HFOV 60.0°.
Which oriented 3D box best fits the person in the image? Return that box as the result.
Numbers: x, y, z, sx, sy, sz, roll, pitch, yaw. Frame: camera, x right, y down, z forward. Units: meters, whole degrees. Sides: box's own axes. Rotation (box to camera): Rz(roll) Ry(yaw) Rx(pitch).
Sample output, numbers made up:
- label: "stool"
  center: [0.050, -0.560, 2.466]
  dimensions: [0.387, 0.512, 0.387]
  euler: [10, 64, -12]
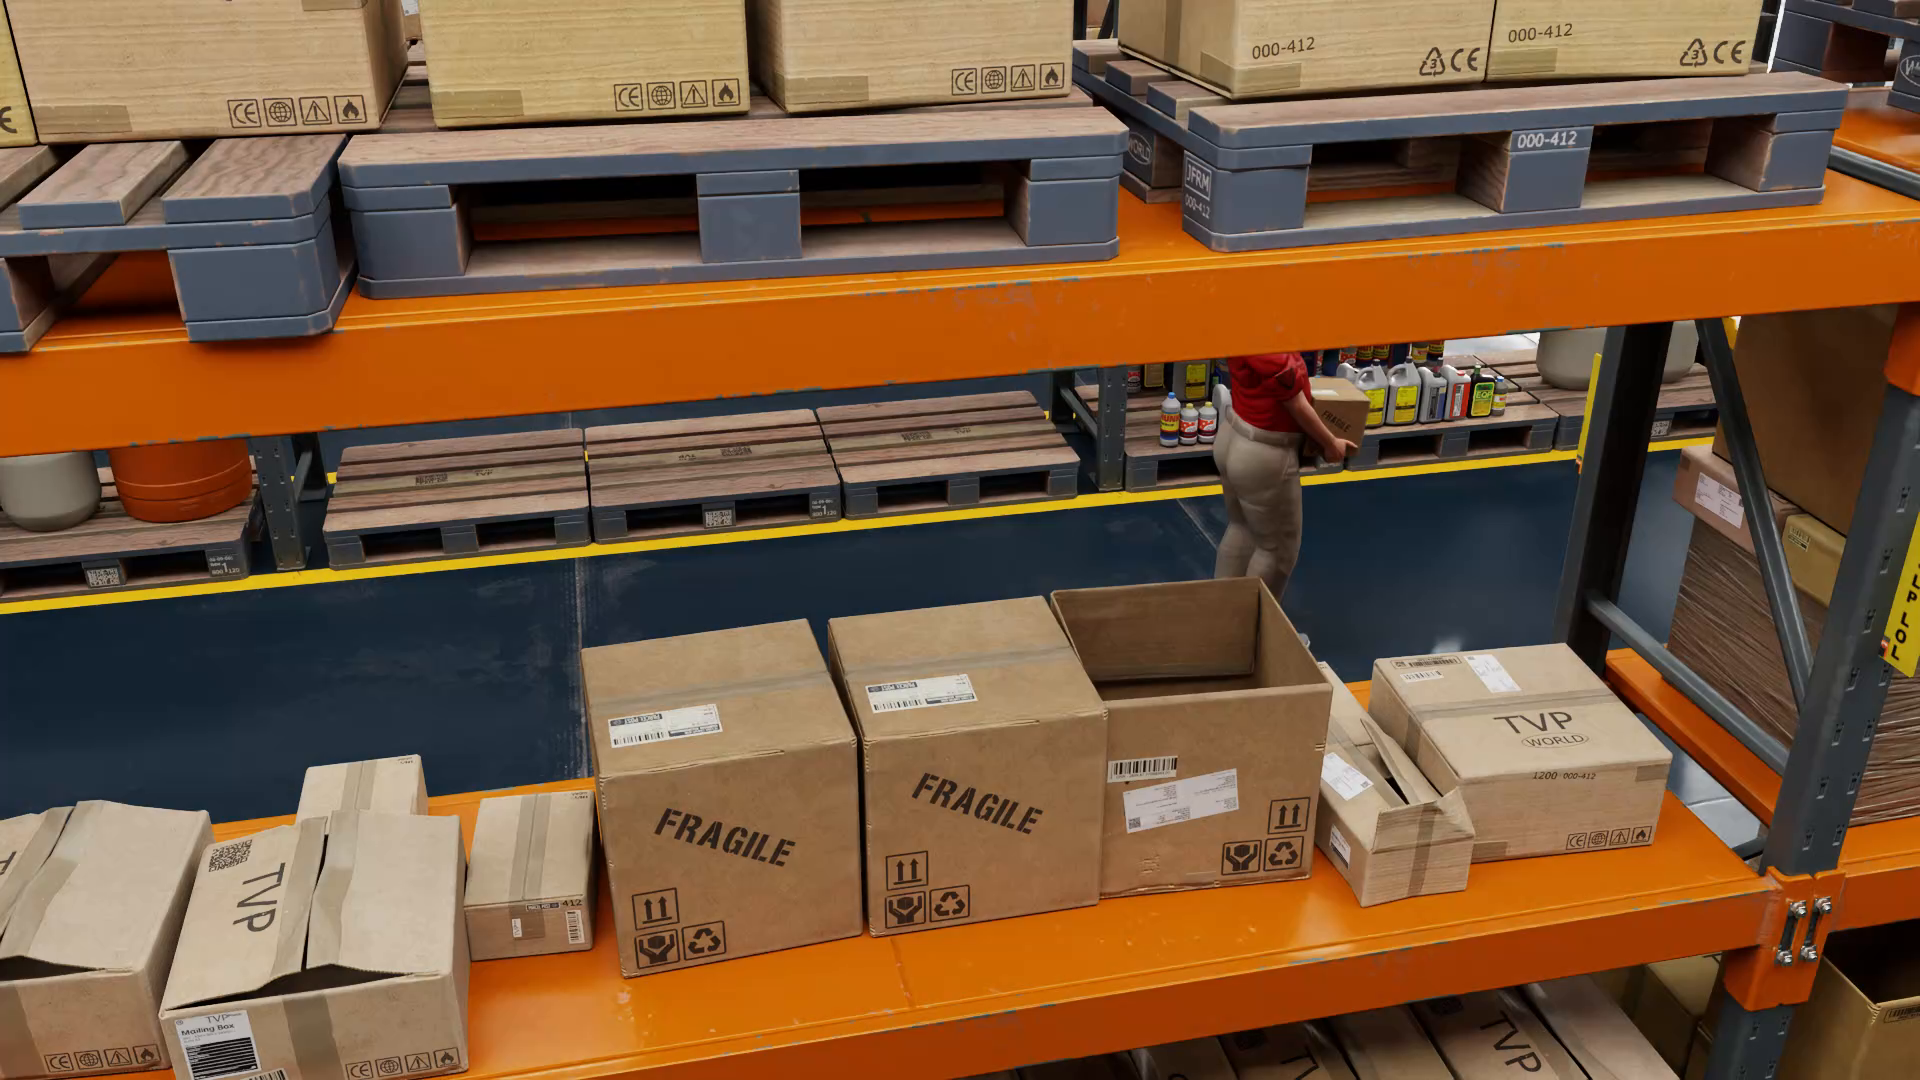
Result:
- label: "person"
  center: [1.240, -0.351, 6.833]
  dimensions: [0.390, 1.727, 0.576]
  euler: [-7, 27, -13]
